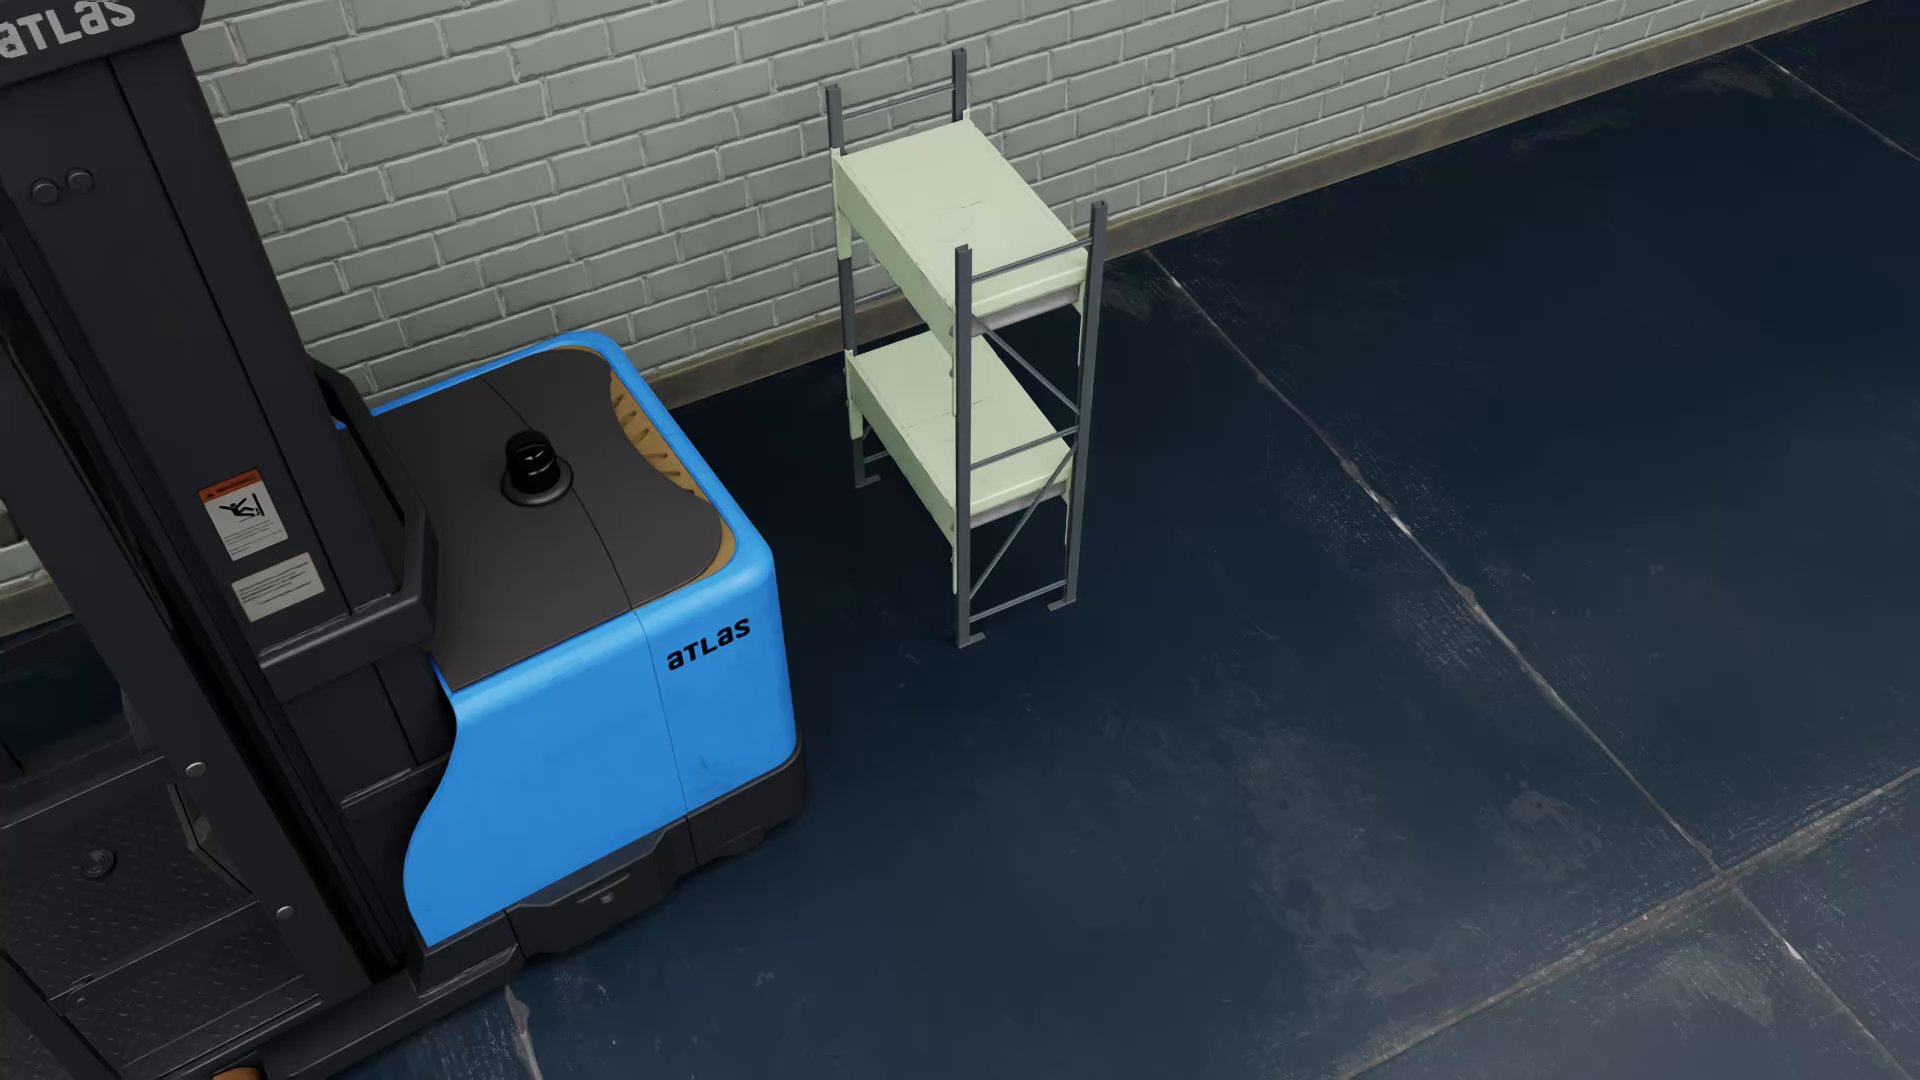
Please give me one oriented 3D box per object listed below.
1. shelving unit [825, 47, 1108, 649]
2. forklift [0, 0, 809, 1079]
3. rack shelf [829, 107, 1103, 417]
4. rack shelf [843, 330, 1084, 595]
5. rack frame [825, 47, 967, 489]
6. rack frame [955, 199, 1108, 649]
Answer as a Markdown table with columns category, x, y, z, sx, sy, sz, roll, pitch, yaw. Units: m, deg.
| category | x | y | z | sx | sy | sz | roll | pitch | yaw |
| --- | --- | --- | --- | --- | --- | --- | --- | --- | --- |
| shelving unit | 0.003 | -0.489 | 4.682 | 0.431 | 1.500 | 0.755 | -21 | 52 | -18 |
| forklift | -1.932 | 0.078 | 3.235 | 3.031 | 2.935 | 1.130 | -26 | 54 | -21 |
| rack shelf | 0.003 | -0.746 | 4.388 | 0.431 | 0.370 | 0.720 | -21 | 52 | -18 |
| rack shelf | 0.003 | -0.275 | 4.927 | 0.431 | 0.370 | 0.720 | -21 | 52 | -18 |
| rack frame | -0.164 | -0.734 | 4.896 | 0.400 | 1.500 | 0.023 | -21 | 52 | -18 |
| rack frame | 0.171 | -0.244 | 4.467 | 0.400 | 1.500 | 0.023 | -21 | 52 | -18 |
